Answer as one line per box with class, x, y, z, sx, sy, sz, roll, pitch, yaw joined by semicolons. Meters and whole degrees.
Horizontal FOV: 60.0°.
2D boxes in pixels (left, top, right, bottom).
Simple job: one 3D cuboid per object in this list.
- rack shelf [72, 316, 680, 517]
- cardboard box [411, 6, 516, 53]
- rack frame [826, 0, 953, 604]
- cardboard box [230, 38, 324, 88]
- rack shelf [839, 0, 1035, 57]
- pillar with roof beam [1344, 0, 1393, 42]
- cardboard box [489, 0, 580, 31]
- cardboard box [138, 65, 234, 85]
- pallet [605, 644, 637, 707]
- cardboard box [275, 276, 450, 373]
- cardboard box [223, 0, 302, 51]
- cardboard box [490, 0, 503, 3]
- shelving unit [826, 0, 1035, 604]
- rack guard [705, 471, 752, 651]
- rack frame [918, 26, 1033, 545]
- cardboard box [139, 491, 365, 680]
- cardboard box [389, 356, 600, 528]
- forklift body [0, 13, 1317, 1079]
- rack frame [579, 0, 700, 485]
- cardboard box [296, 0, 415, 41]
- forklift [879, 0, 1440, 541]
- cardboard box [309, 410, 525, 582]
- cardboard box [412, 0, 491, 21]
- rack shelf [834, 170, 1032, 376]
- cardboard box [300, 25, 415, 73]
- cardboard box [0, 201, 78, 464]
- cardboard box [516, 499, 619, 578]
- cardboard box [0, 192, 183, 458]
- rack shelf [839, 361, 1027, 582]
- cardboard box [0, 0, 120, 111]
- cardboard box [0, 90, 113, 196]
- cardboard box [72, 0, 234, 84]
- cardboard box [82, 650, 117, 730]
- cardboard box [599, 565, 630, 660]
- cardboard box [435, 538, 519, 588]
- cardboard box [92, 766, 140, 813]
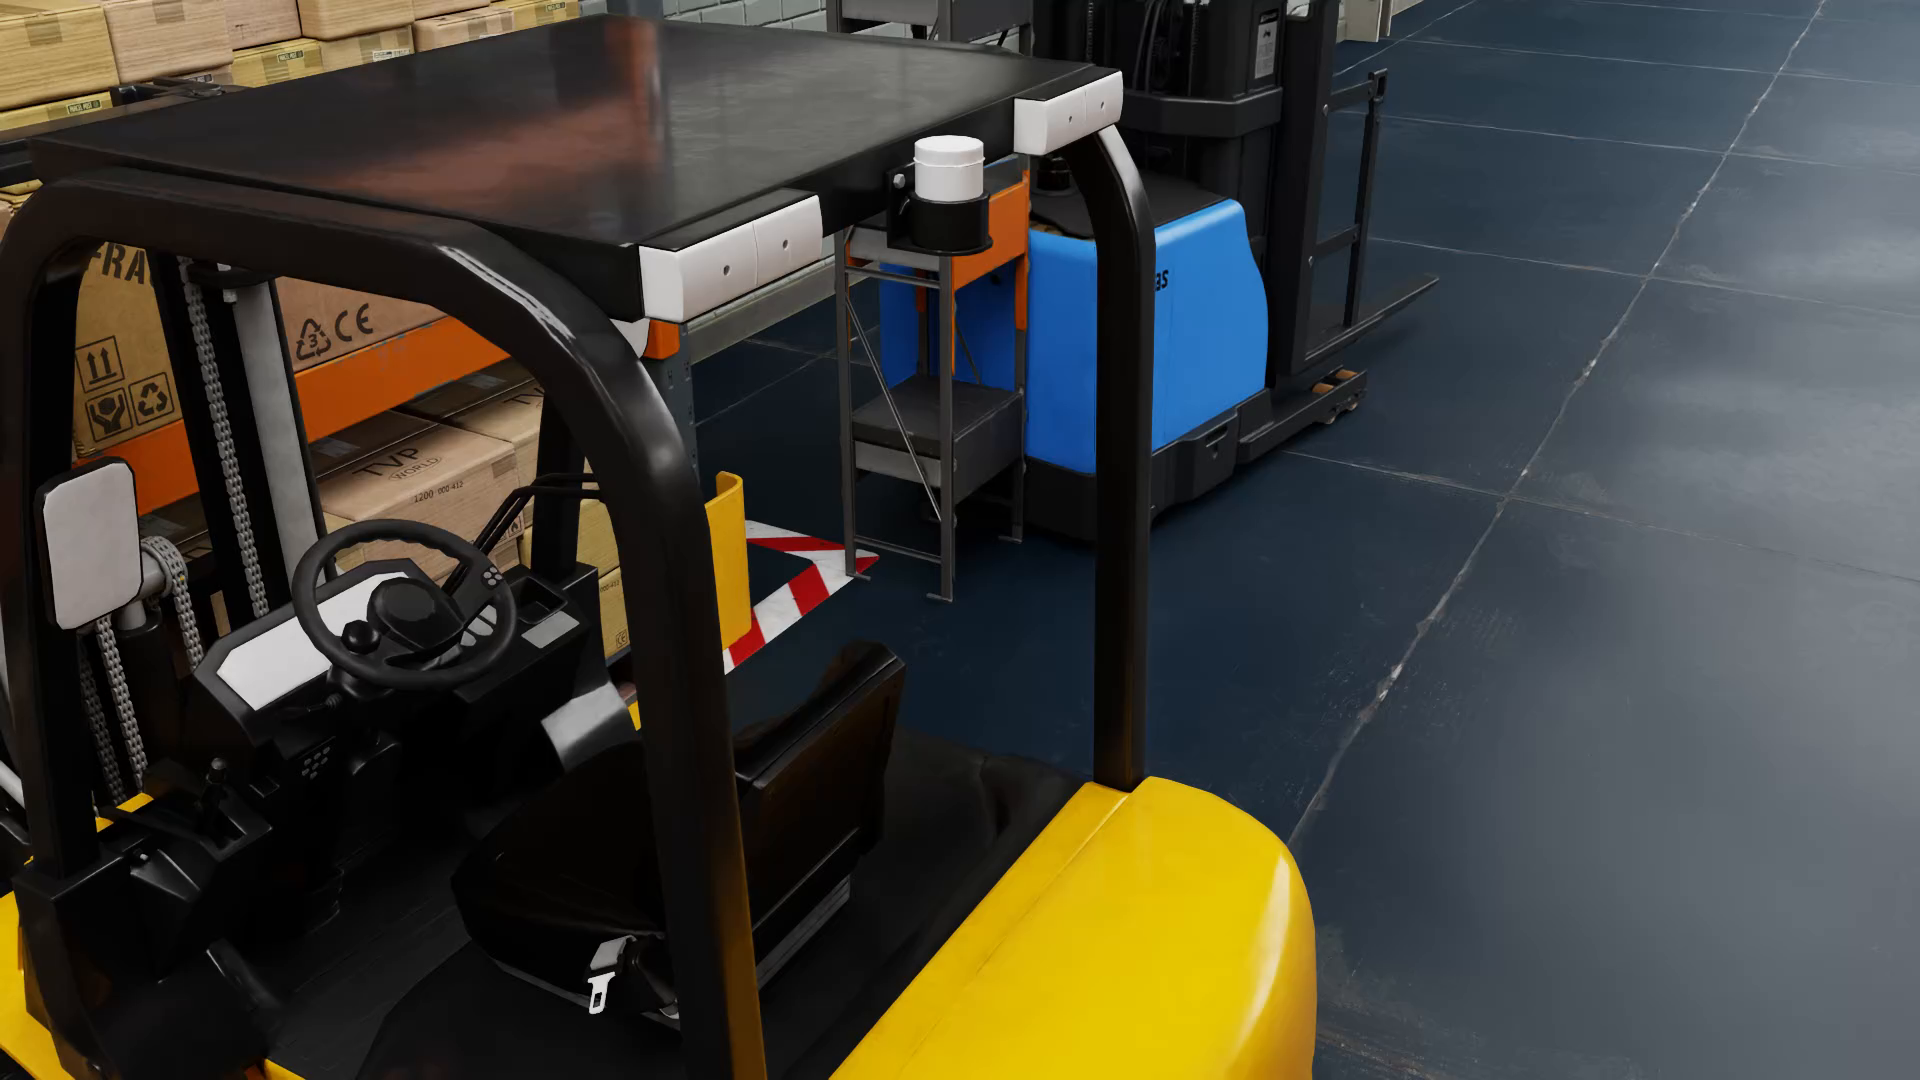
rack shelf;-2.217;-0.030;3.263;1.077;0.370;4.000;14;30;26
cardboard box;-1.260;-1.163;3.886;0.380;0.149;0.250;15;30;27
rack frame;-0.201;-0.779;4.961;0.400;2.100;0.015;14;30;26
cardboard box;-1.573;-0.981;3.523;0.380;0.149;0.250;14;30;26
rack shelf;-0.081;-1.488;4.844;0.431;0.518;0.480;14;30;26
pillar with roof beam;7.291;-7.470;10.619;9.100;9.000;0.400;14;30;26
cardboard box;-1.160;-1.269;4.098;0.380;0.149;0.250;15;30;27
cardboard box;-1.663;-0.867;3.294;0.380;0.149;0.250;13;29;24
pallet;-1.573;0.423;4.669;1.003;0.211;1.213;14;30;26
cardboard box;-1.510;-0.726;3.738;0.500;0.500;0.500;15;30;28
cardboard box;-1.613;-1.121;3.471;0.380;0.149;0.250;14;30;26
cardboard box;-1.226;-1.413;4.053;0.380;0.149;0.250;14;30;26
shelving unit;-0.081;-0.875;5.151;0.431;2.100;0.503;14;30;26
rack guard;-1.222;-0.023;5.237;1.175;0.500;0.348;14;30;26
rack frame;0.039;-0.970;5.341;0.400;2.100;0.015;14;30;26
cardboard box;-1.674;0.111;3.663;0.500;0.250;0.500;15;30;27
cardboard box;-1.188;-0.288;4.461;0.500;0.250;0.500;15;30;28
forklift body;-0.578;0.389;2.570;2.313;2.155;1.214;14;30;26
rack frame;-1.233;-1.131;4.659;1.000;3.000;0.127;14;30;26
cardboard box;-1.426;-1.202;3.632;0.380;0.149;0.250;15;30;27
forklift;1.014;-1.896;6.264;1.130;2.935;3.031;20;33;34
cardboard box;-1.434;-0.088;4.061;0.500;0.250;0.500;15;30;27
cardboard box;-1.320;-1.310;3.847;0.380;0.149;0.250;14;30;26
rack shelf;-0.081;-0.862;5.157;0.431;0.518;0.480;14;30;26
cardboard box;-1.441;-1.075;3.711;0.380;0.149;0.250;15;30;27
cardboard box;-2.000;-0.328;2.943;0.500;0.500;0.500;14;30;26
cardboard box;-1.201;-0.054;4.552;0.500;0.250;0.500;14;30;25
cardboard box;-1.762;-0.526;3.339;0.500;0.500;0.500;14;30;25
rack shelf;-0.081;-0.236;5.471;0.431;0.518;0.480;14;30;26
cardboard box;-1.767;-0.893;3.015;0.380;0.149;0.250;15;30;27
cardboard box;-1.770;-0.764;3.089;0.380;0.149;0.250;14;30;26
cardboard box;-1.644;-0.995;3.219;0.380;0.149;0.250;15;30;27
cardboard box;-1.930;0.307;3.272;0.500;0.250;0.500;14;30;25
cardboard box;-1.189;0.163;4.675;0.500;0.250;0.500;14;30;26
cardboard box;-1.457;0.139;4.166;0.500;0.250;0.500;14;30;26
cardboard box;-1.942;0.539;3.367;0.500;0.250;0.500;14;30;26
